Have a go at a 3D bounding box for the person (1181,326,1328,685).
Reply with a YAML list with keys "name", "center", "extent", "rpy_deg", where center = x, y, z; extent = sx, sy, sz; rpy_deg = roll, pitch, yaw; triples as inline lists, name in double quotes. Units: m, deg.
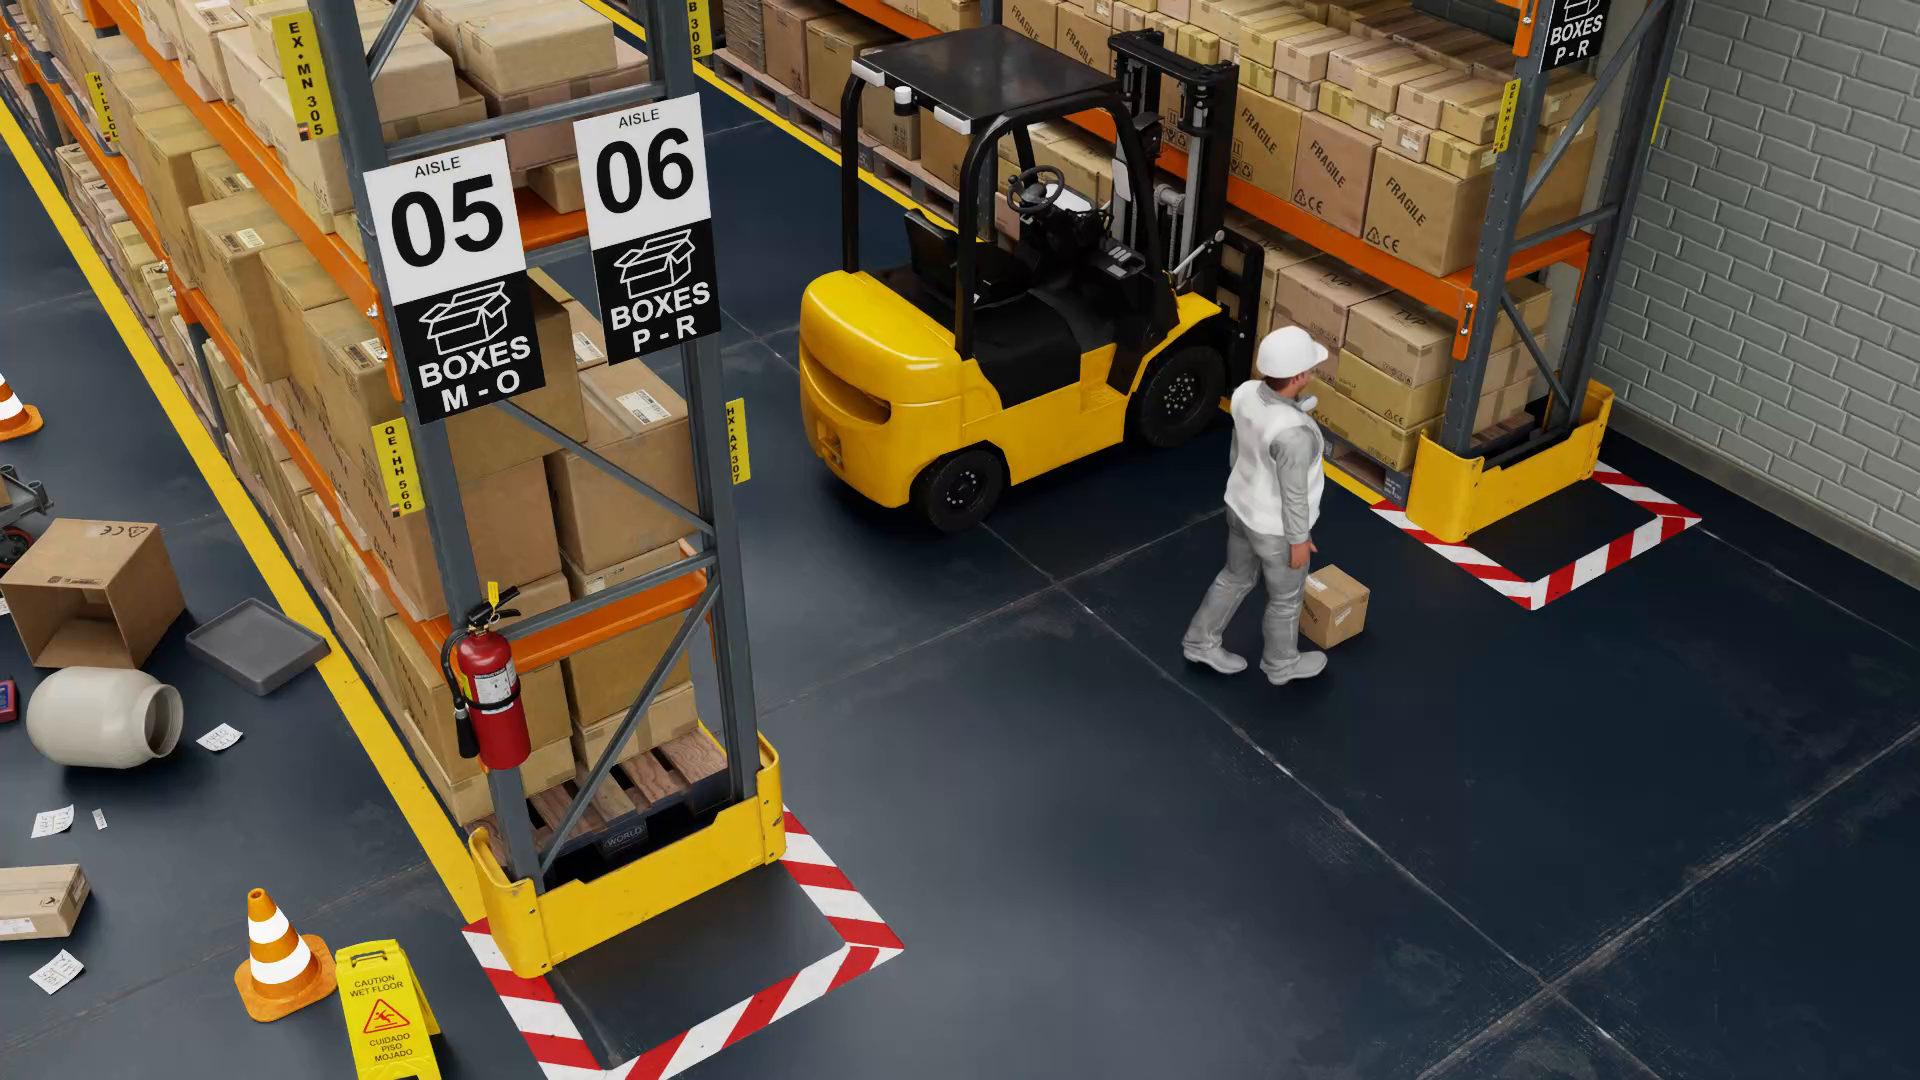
- name: "person"
  center: [1.360, -0.125, 7.141]
  extent: [0.618, 1.778, 0.547]
  rpy_deg: [-12, 38, -16]
